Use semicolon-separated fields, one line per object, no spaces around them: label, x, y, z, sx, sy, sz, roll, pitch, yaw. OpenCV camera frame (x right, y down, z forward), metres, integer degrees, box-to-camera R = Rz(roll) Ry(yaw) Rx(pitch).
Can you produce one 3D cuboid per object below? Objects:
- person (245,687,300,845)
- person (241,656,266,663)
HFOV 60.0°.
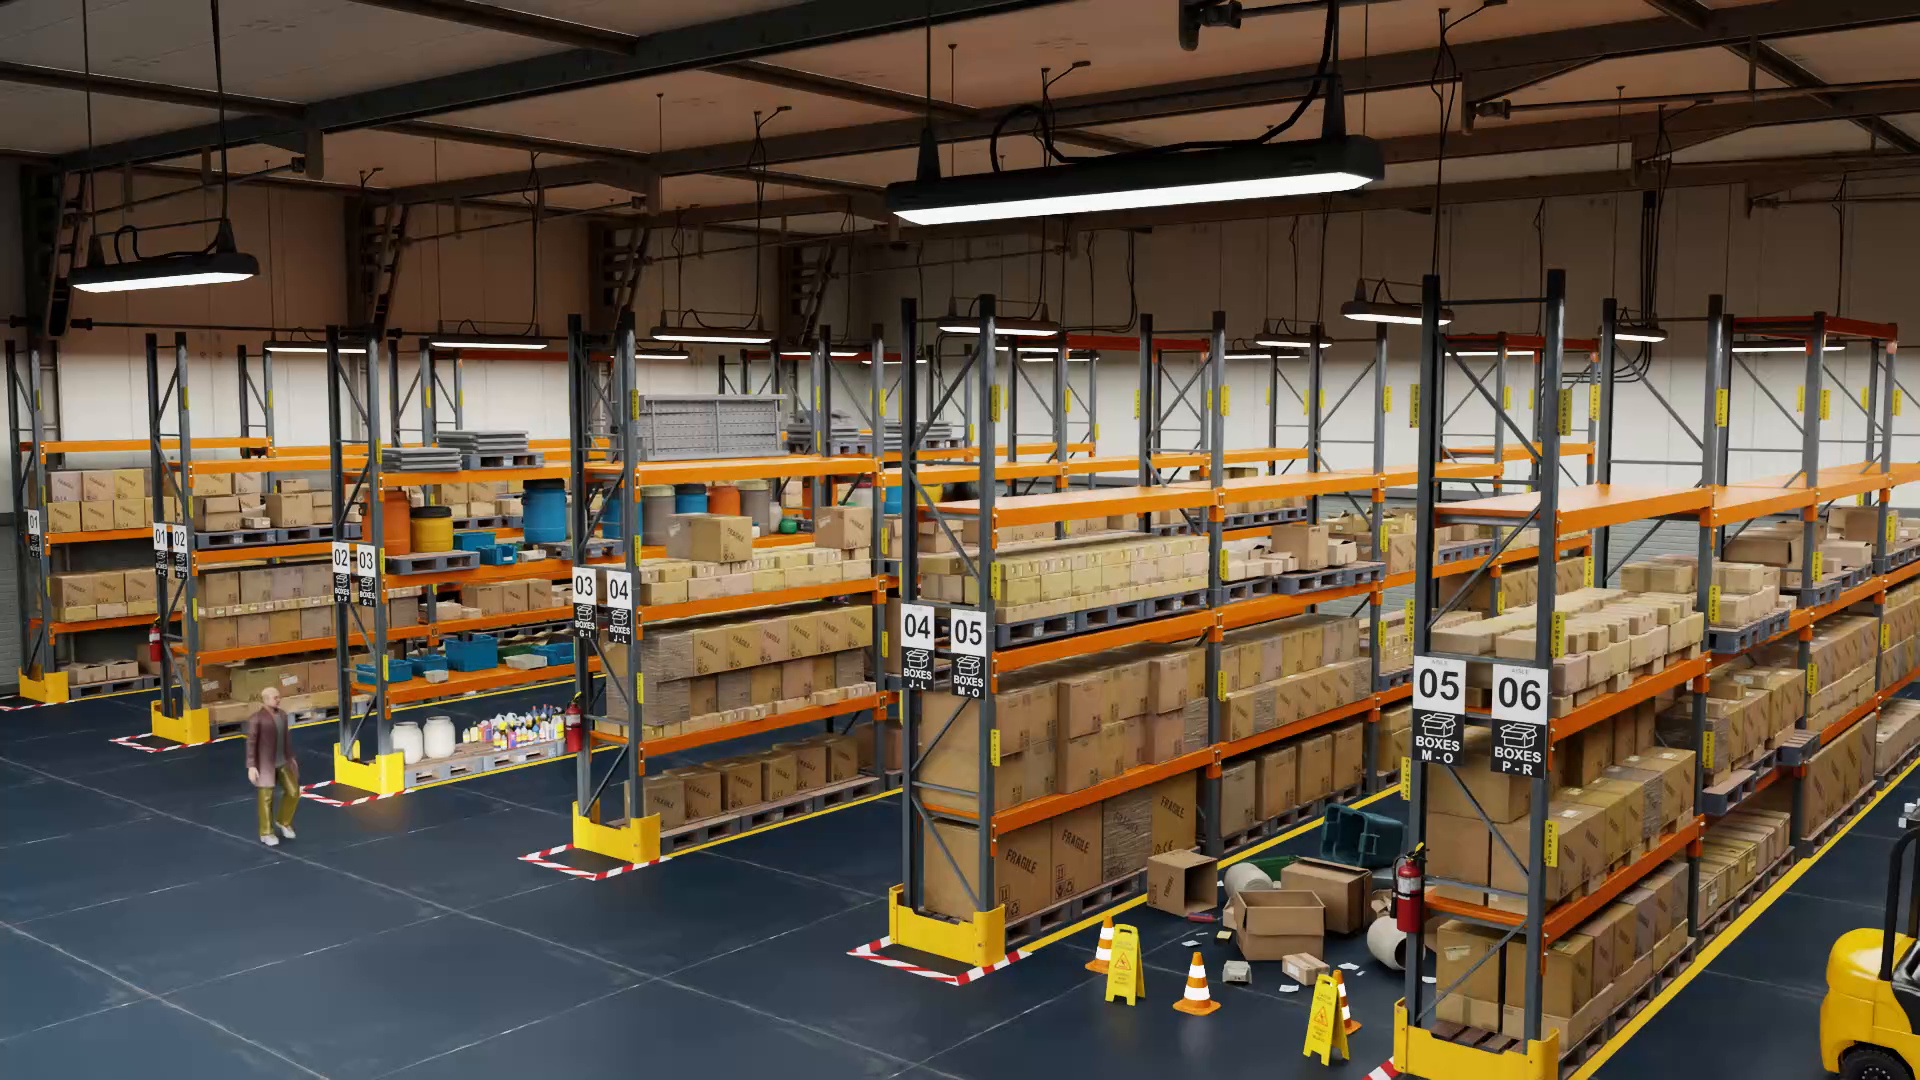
person;-7.898;2.582;19.039;0.488;1.807;0.678;3;6;30
person;-11.592;1.886;27.310;0.496;1.716;0.523;-2;6;-24
